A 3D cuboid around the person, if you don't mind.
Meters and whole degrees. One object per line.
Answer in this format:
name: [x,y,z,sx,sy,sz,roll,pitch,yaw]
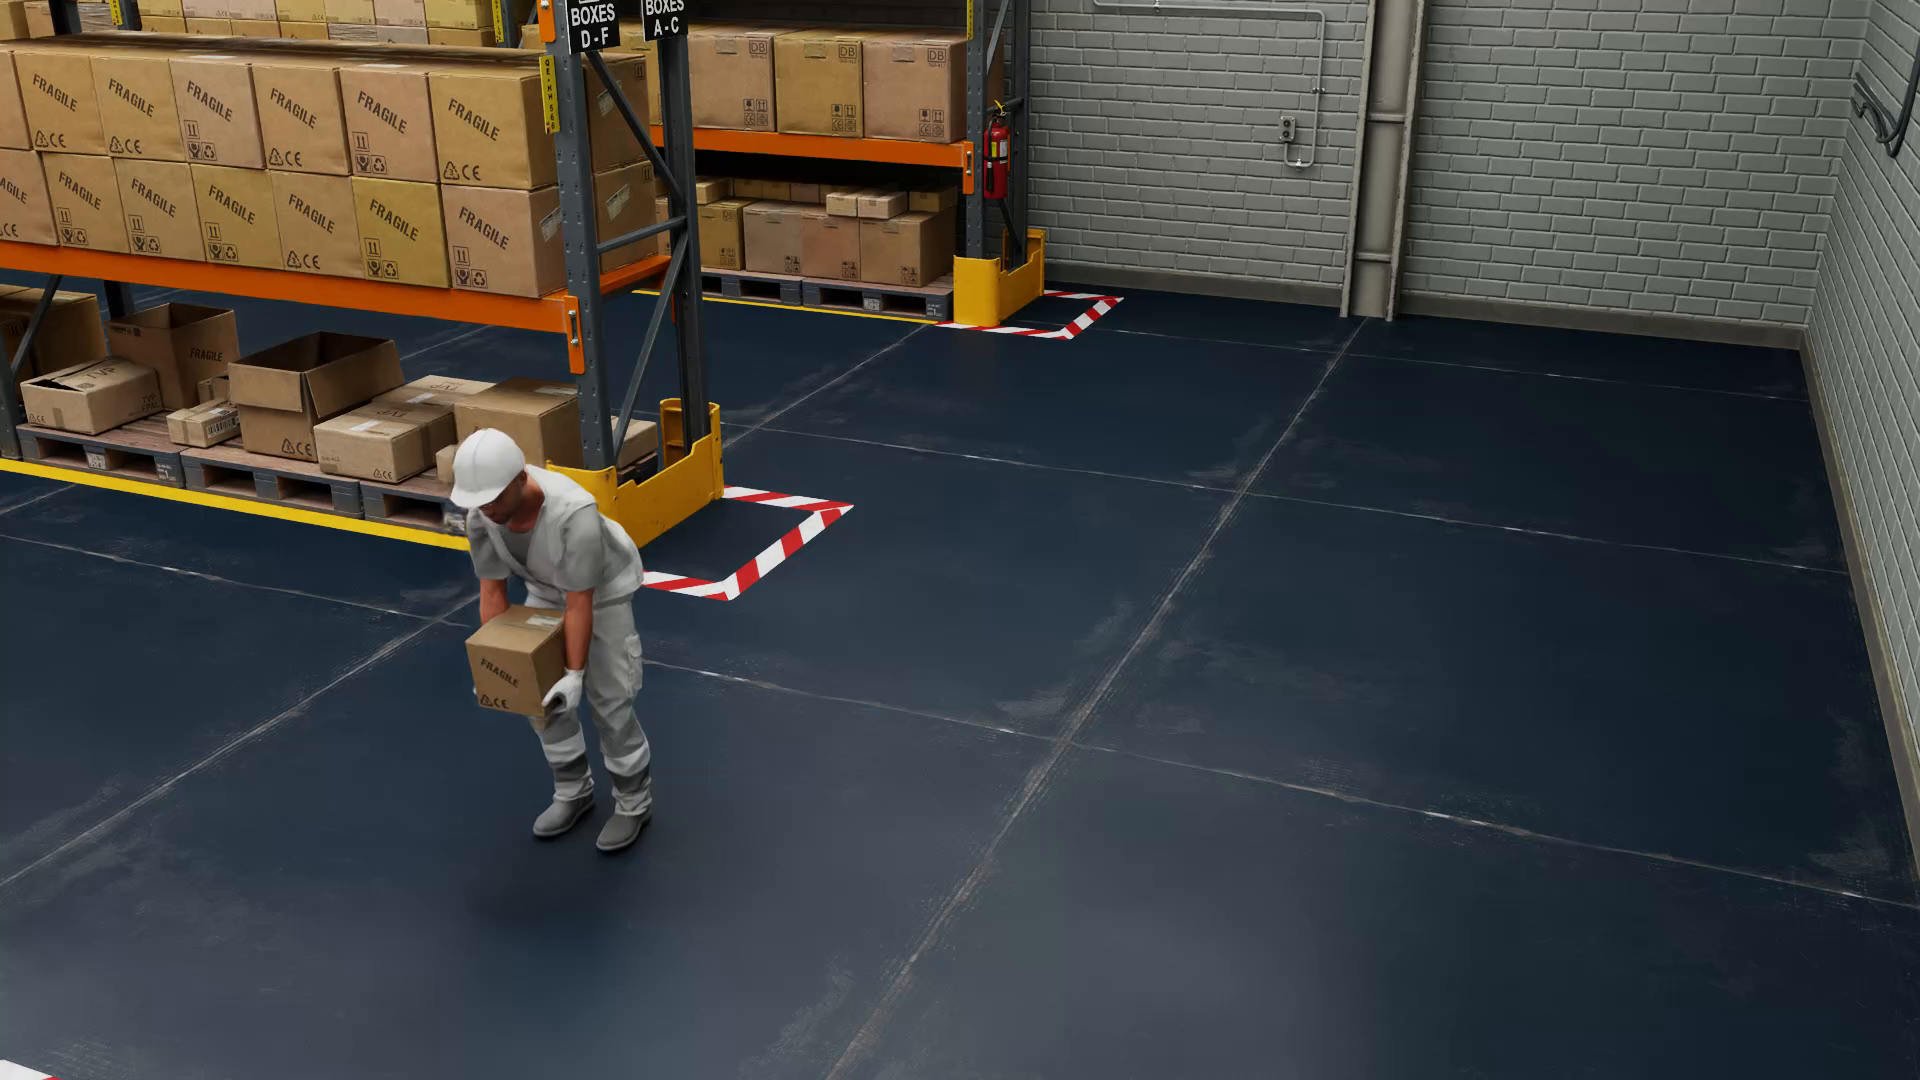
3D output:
person: [-1.348,0.331,5.487,0.485,1.603,0.770,8,24,19]
